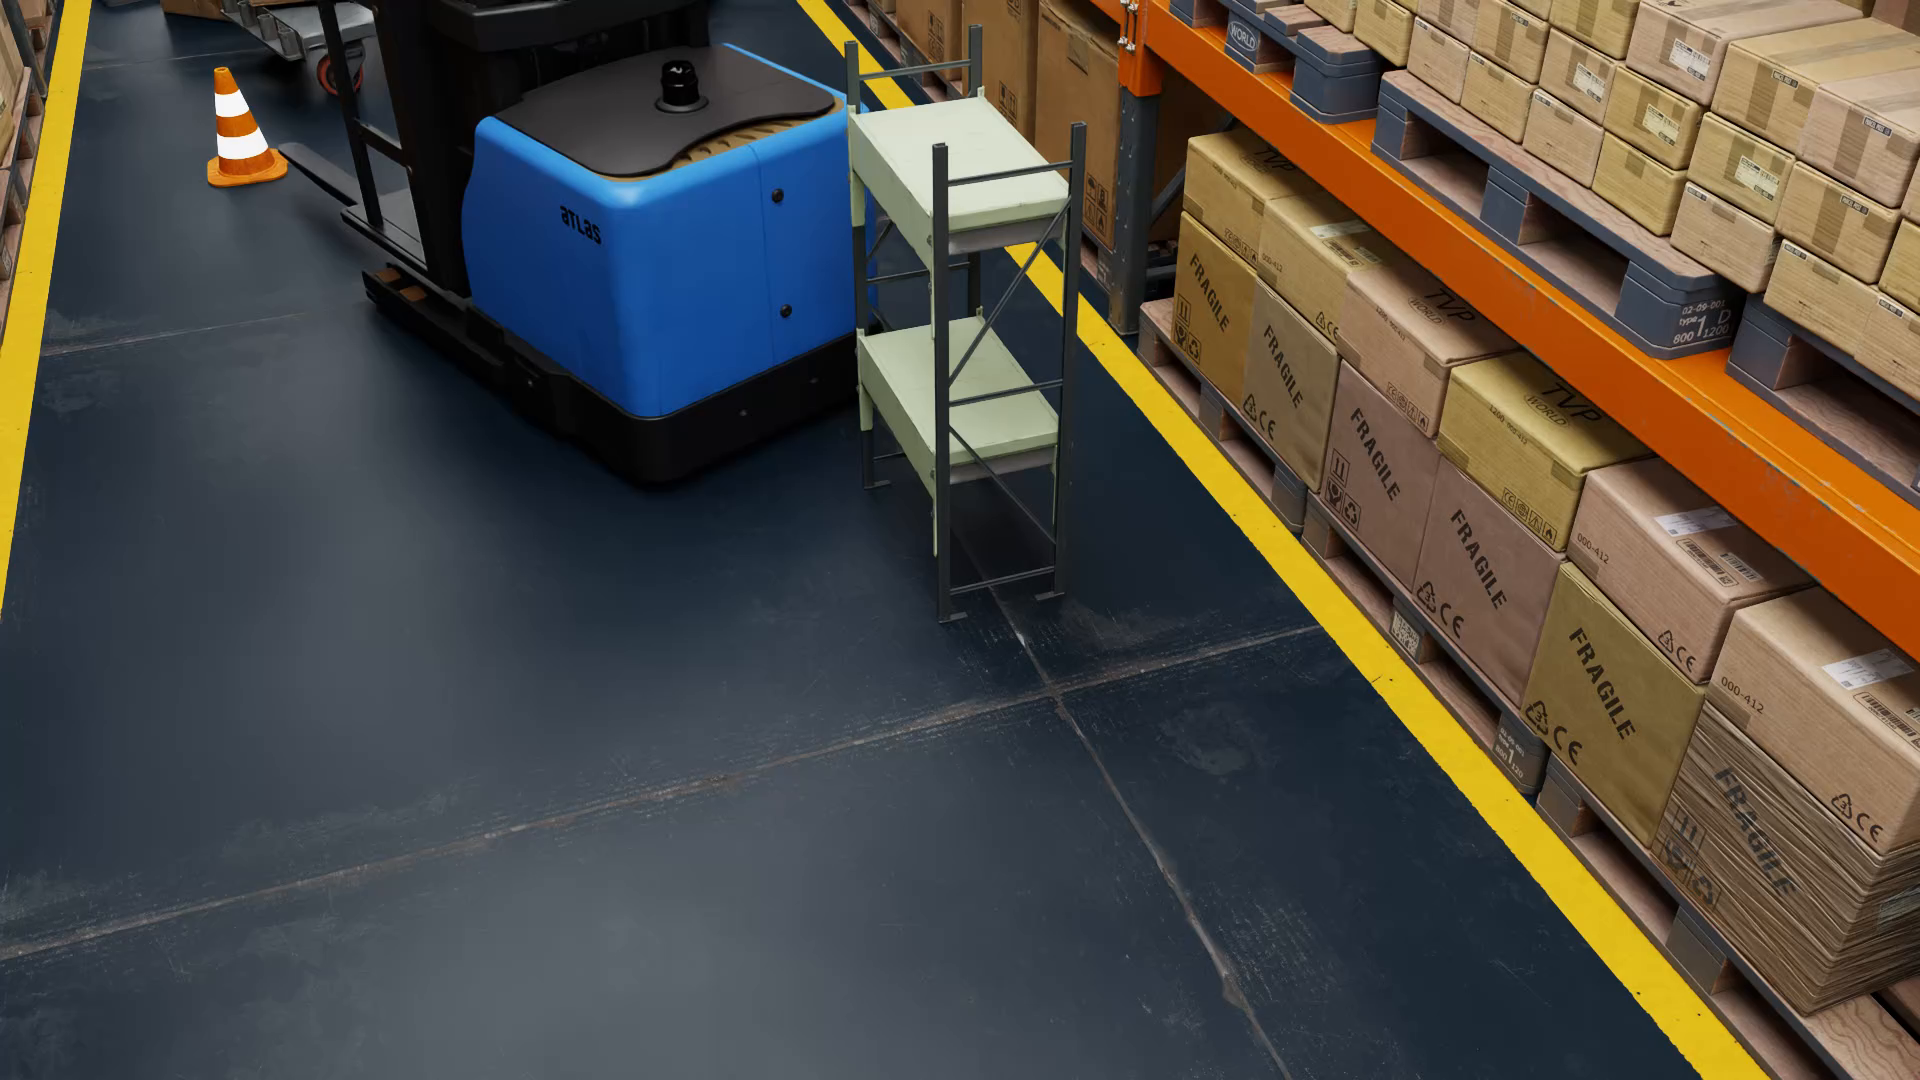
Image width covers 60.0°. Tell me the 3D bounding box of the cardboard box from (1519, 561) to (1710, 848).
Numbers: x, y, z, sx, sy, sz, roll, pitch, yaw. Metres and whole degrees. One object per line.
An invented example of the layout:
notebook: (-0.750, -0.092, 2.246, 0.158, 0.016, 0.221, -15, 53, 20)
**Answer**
cardboard box: (1.763, 0.339, 4.035, 0.500, 0.500, 0.500, -13, 39, -17)

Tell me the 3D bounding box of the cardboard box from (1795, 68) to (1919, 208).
cardboard box: (1.838, -0.773, 3.148, 0.380, 0.149, 0.250, -13, 39, -16)

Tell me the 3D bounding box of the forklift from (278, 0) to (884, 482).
forklift: (-1.642, -2.153, 5.672, 1.130, 2.935, 3.031, -30, 46, -33)

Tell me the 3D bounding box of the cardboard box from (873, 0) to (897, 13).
cardboard box: (-0.024, -3.292, 8.648, 1.050, 0.750, 0.750, -13, 39, -16)

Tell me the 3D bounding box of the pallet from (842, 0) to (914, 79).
pallet: (0.014, -2.821, 8.819, 1.003, 0.211, 1.213, -12, 39, -16)

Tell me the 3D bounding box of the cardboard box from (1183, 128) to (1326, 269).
cardboard box: (1.064, -1.124, 5.355, 0.500, 0.250, 0.500, -14, 39, -18)

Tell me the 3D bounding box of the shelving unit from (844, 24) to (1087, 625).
shelving unit: (-0.002, -0.603, 4.804, 0.431, 1.500, 0.755, -12, 39, -16)

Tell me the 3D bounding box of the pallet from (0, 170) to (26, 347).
pallet: (-4.242, -1.029, 6.441, 1.003, 0.211, 1.213, -12, 39, -16)

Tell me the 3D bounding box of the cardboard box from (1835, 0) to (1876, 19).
cardboard box: (2.185, -1.340, 3.901, 0.380, 0.149, 0.250, -11, 38, -15)

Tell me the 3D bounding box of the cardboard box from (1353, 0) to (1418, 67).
cardboard box: (1.299, -1.412, 4.491, 0.380, 0.149, 0.250, -11, 38, -14)

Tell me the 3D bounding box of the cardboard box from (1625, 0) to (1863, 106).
cardboard box: (1.662, -1.063, 3.534, 0.380, 0.149, 0.250, -14, 39, -18)

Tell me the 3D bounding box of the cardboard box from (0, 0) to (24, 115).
cardboard box: (-4.752, -2.095, 7.373, 0.950, 0.372, 0.625, -12, 39, -15)

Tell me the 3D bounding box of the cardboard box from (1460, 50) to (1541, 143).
cardboard box: (1.477, -1.119, 4.103, 0.380, 0.149, 0.250, -12, 39, -15)

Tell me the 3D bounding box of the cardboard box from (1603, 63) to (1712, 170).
cardboard box: (1.651, -0.949, 3.630, 0.380, 0.149, 0.250, -12, 39, -16)

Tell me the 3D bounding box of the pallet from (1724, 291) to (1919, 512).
pallet: (2.304, -0.221, 3.209, 1.003, 0.211, 1.213, -12, 39, -16)

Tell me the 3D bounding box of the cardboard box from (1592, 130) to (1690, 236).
cardboard box: (1.657, -0.821, 3.707, 0.380, 0.149, 0.250, -11, 38, -14)

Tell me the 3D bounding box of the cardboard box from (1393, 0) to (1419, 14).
cardboard box: (1.309, -1.521, 4.389, 0.380, 0.149, 0.250, -12, 39, -16)

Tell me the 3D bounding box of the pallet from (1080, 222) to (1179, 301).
pallet: (0.854, -1.442, 6.989, 1.003, 0.211, 1.213, -12, 39, -16)

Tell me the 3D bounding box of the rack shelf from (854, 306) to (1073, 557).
rack shelf: (-0.002, -0.342, 5.000, 0.431, 0.370, 0.720, -12, 39, -16)

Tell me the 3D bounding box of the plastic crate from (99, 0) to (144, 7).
plastic crate: (-4.705, -3.163, 9.383, 0.402, 0.080, 0.583, -27, 45, -31)

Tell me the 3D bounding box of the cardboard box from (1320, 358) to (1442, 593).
cardboard box: (1.416, -0.240, 4.804, 0.500, 0.500, 0.500, -13, 39, -17)

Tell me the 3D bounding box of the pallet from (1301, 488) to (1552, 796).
pallet: (1.738, 0.149, 4.877, 1.003, 0.211, 1.213, -12, 39, -16)

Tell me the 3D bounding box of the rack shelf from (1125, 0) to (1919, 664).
rack shelf: (1.743, -0.678, 4.255, 1.077, 0.370, 4.000, -12, 39, -16)

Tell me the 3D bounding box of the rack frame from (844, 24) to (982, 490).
rack frame: (-0.128, -0.810, 5.078, 0.400, 1.500, 0.023, -12, 39, -16)

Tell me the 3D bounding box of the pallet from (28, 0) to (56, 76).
pallet: (-5.199, -2.531, 8.435, 1.003, 0.211, 1.213, -12, 39, -16)

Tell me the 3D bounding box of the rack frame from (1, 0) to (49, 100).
rack frame: (-4.935, -3.273, 7.102, 1.000, 3.000, 0.127, -12, 39, -16)

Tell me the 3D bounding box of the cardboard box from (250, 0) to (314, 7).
cardboard box: (-3.274, -2.962, 8.138, 0.500, 0.500, 0.500, -12, 39, -16)

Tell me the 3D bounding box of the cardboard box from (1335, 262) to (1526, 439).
cardboard box: (1.397, -0.556, 4.600, 0.500, 0.250, 0.500, -12, 39, -16)

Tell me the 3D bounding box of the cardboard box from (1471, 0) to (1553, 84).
cardboard box: (1.477, -1.239, 4.015, 0.380, 0.149, 0.250, -13, 39, -16)

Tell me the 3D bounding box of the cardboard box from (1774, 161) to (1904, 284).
cardboard box: (1.836, -0.648, 3.230, 0.380, 0.149, 0.250, -14, 39, -17)

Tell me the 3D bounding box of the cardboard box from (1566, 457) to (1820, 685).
cardboard box: (1.773, 0.034, 3.817, 0.500, 0.250, 0.500, -11, 38, -14)

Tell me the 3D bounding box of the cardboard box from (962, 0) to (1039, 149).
cardboard box: (0.625, -2.220, 7.225, 1.050, 0.750, 0.750, -12, 39, -15)

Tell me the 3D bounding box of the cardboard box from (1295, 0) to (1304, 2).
cardboard box: (1.111, -1.716, 4.895, 0.380, 0.149, 0.250, -11, 38, -14)

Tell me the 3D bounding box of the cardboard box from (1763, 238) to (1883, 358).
cardboard box: (1.848, -0.516, 3.301, 0.380, 0.149, 0.250, -14, 39, -18)

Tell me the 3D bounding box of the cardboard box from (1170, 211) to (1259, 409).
cardboard box: (1.058, -0.812, 5.563, 0.500, 0.500, 0.500, -14, 39, -18)

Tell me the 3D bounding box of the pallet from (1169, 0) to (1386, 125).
pallet: (1.400, -1.638, 5.091, 1.213, 0.211, 1.003, -12, 39, -16)

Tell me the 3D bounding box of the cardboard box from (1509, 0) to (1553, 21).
cardboard box: (1.485, -1.357, 3.923, 0.380, 0.149, 0.250, -11, 38, -15)

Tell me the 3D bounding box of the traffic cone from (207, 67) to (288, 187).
traffic cone: (-3.194, -1.849, 7.320, 0.336, 0.463, 0.334, -12, 39, -16)
